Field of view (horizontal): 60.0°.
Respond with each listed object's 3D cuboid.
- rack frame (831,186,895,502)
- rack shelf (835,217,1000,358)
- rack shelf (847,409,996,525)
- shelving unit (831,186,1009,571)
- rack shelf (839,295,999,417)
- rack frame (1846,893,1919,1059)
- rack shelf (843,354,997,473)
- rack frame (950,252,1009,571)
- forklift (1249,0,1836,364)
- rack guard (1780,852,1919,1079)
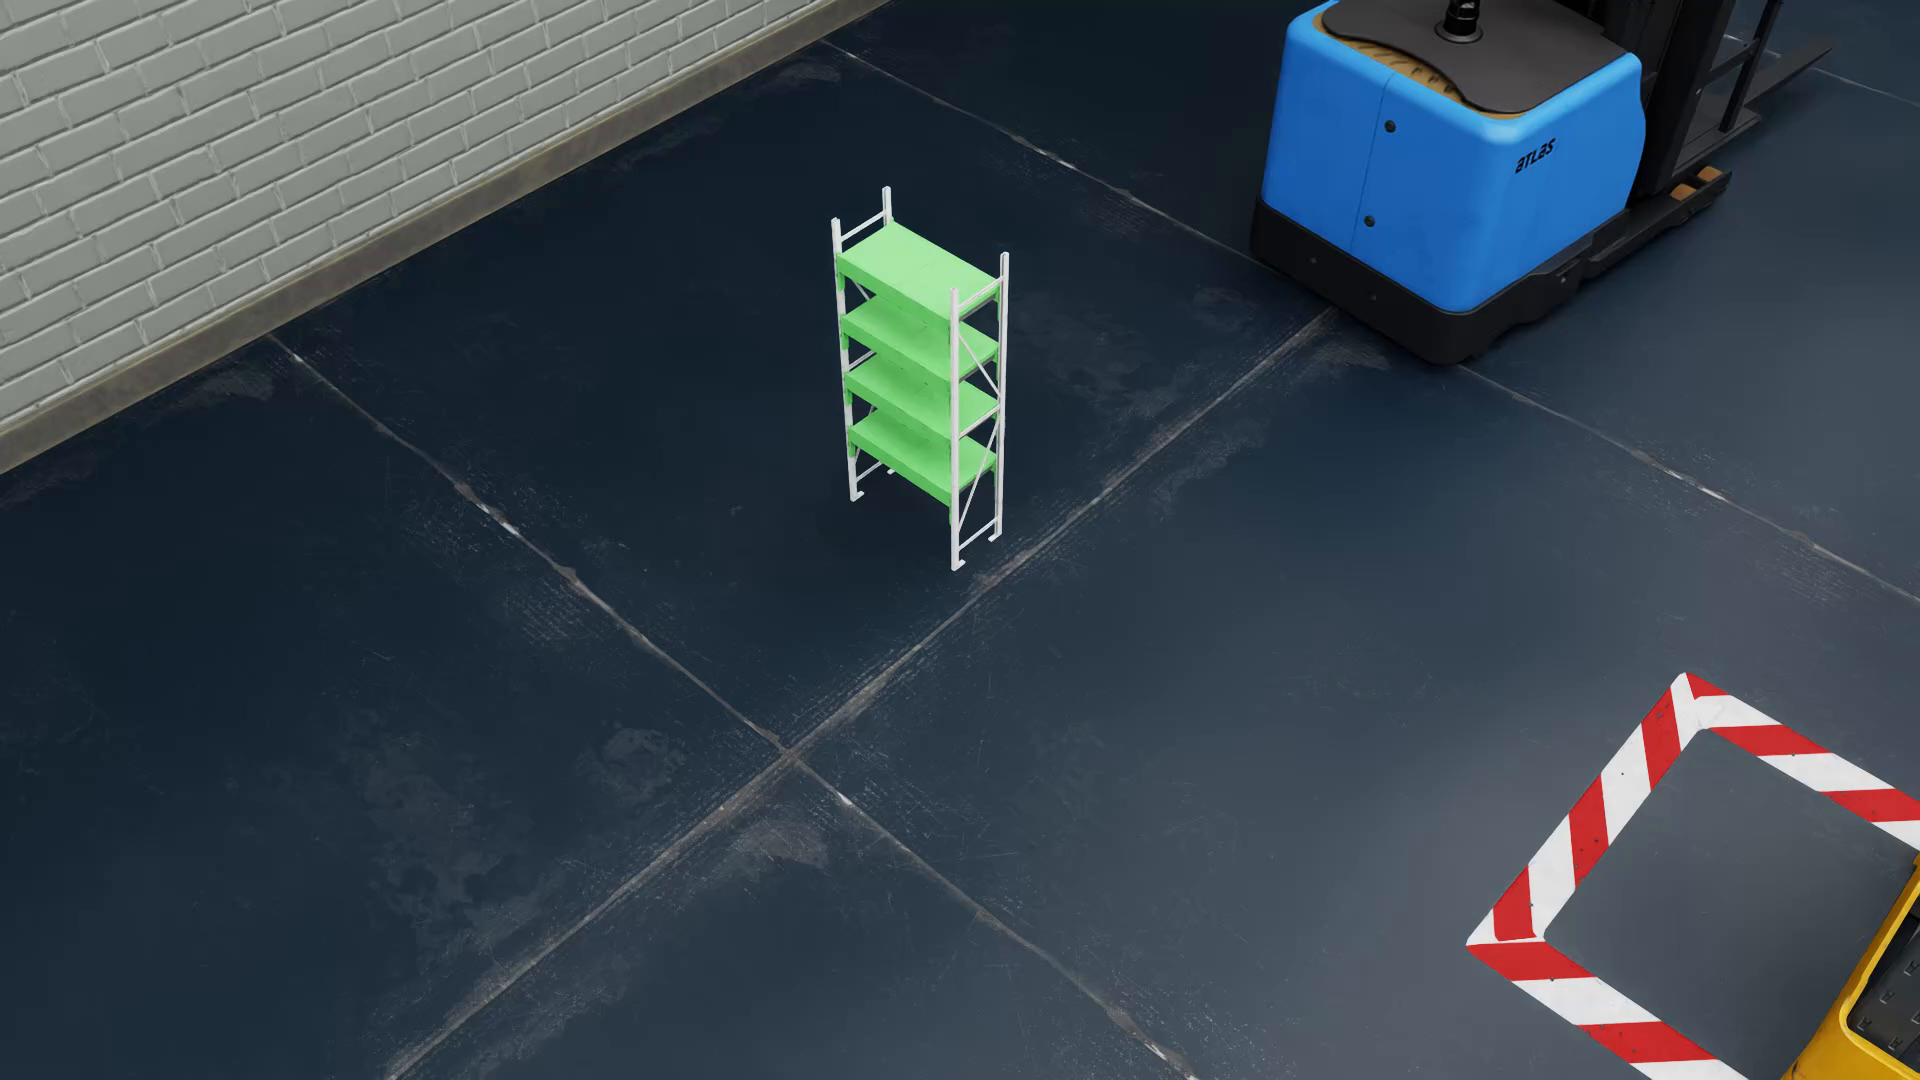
[{"bbox_3d":[-0.301,-0.613,5.503,0.015,1.200,0.240,34,55,28],"label":"rack frame"},{"bbox_3d":[-0.122,-0.777,5.086,0.480,0.148,0.258,34,55,28],"label":"rack shelf"},{"bbox_3d":[-0.122,-0.285,5.611,0.480,0.148,0.258,34,55,28],"label":"rack shelf"},{"bbox_3d":[-0.122,-0.493,5.389,0.503,1.200,0.258,34,55,28],"label":"shelving unit"},{"bbox_3d":[-0.122,-0.613,5.261,0.480,0.148,0.258,34,55,28],"label":"rack shelf"},{"bbox_3d":[2.542,0.216,3.490,0.053,2.616,0.949,34,55,28],"label":"rack frame"},{"bbox_3d":[-0.122,-0.449,5.436,0.480,0.148,0.258,34,55,28],"label":"rack shelf"},{"bbox_3d":[0.058,-0.372,5.276,0.015,1.200,0.240,34,55,28],"label":"rack frame"},{"bbox_3d":[2.627,-2.593,6.174,3.031,2.935,1.130,-32,55,-26],"label":"forklift"},{"bbox_3d":[2.601,1.107,4.368,0.348,0.500,1.175,34,55,28],"label":"rack guard"}]
